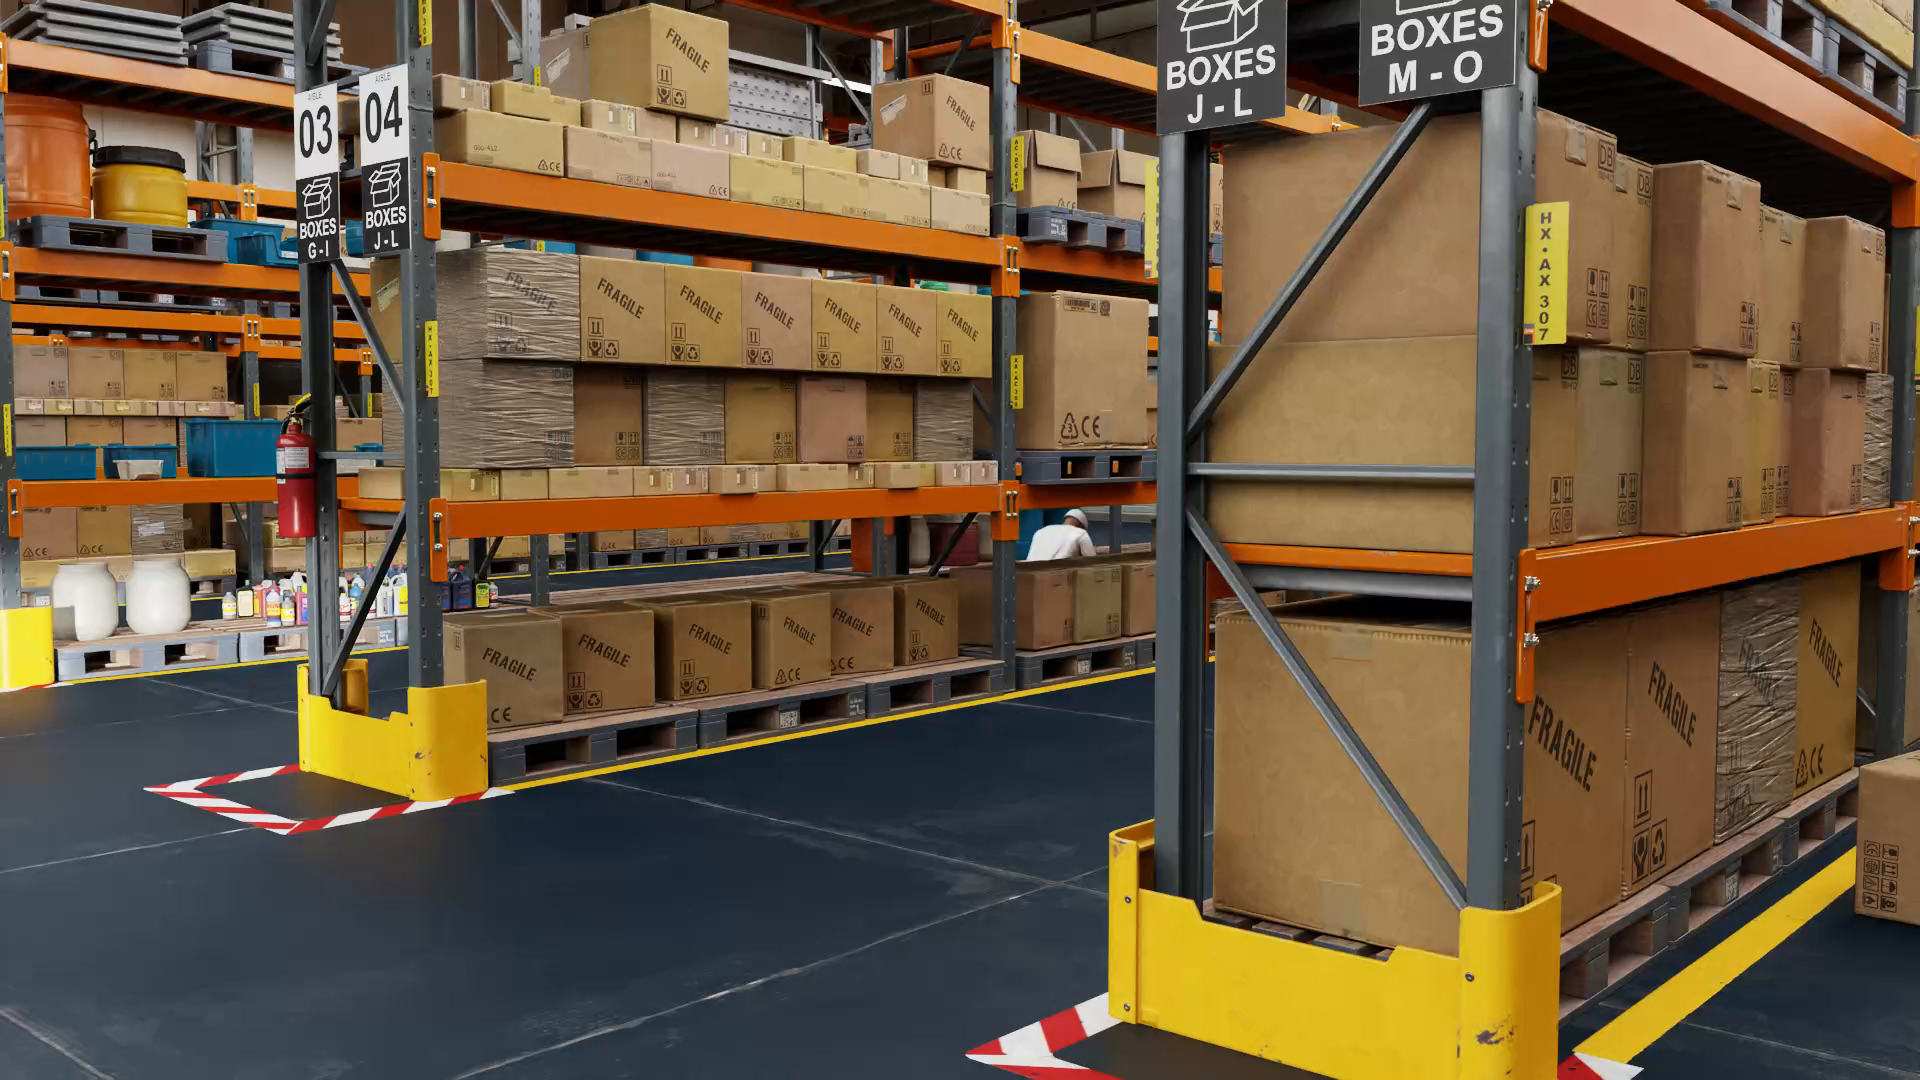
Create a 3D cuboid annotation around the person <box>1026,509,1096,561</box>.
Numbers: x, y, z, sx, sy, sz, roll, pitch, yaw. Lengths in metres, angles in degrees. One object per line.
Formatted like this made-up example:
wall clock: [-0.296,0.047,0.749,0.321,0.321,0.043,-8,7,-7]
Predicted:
person: [0.834,0.253,13.728,0.578,1.003,0.881,3,5,40]
